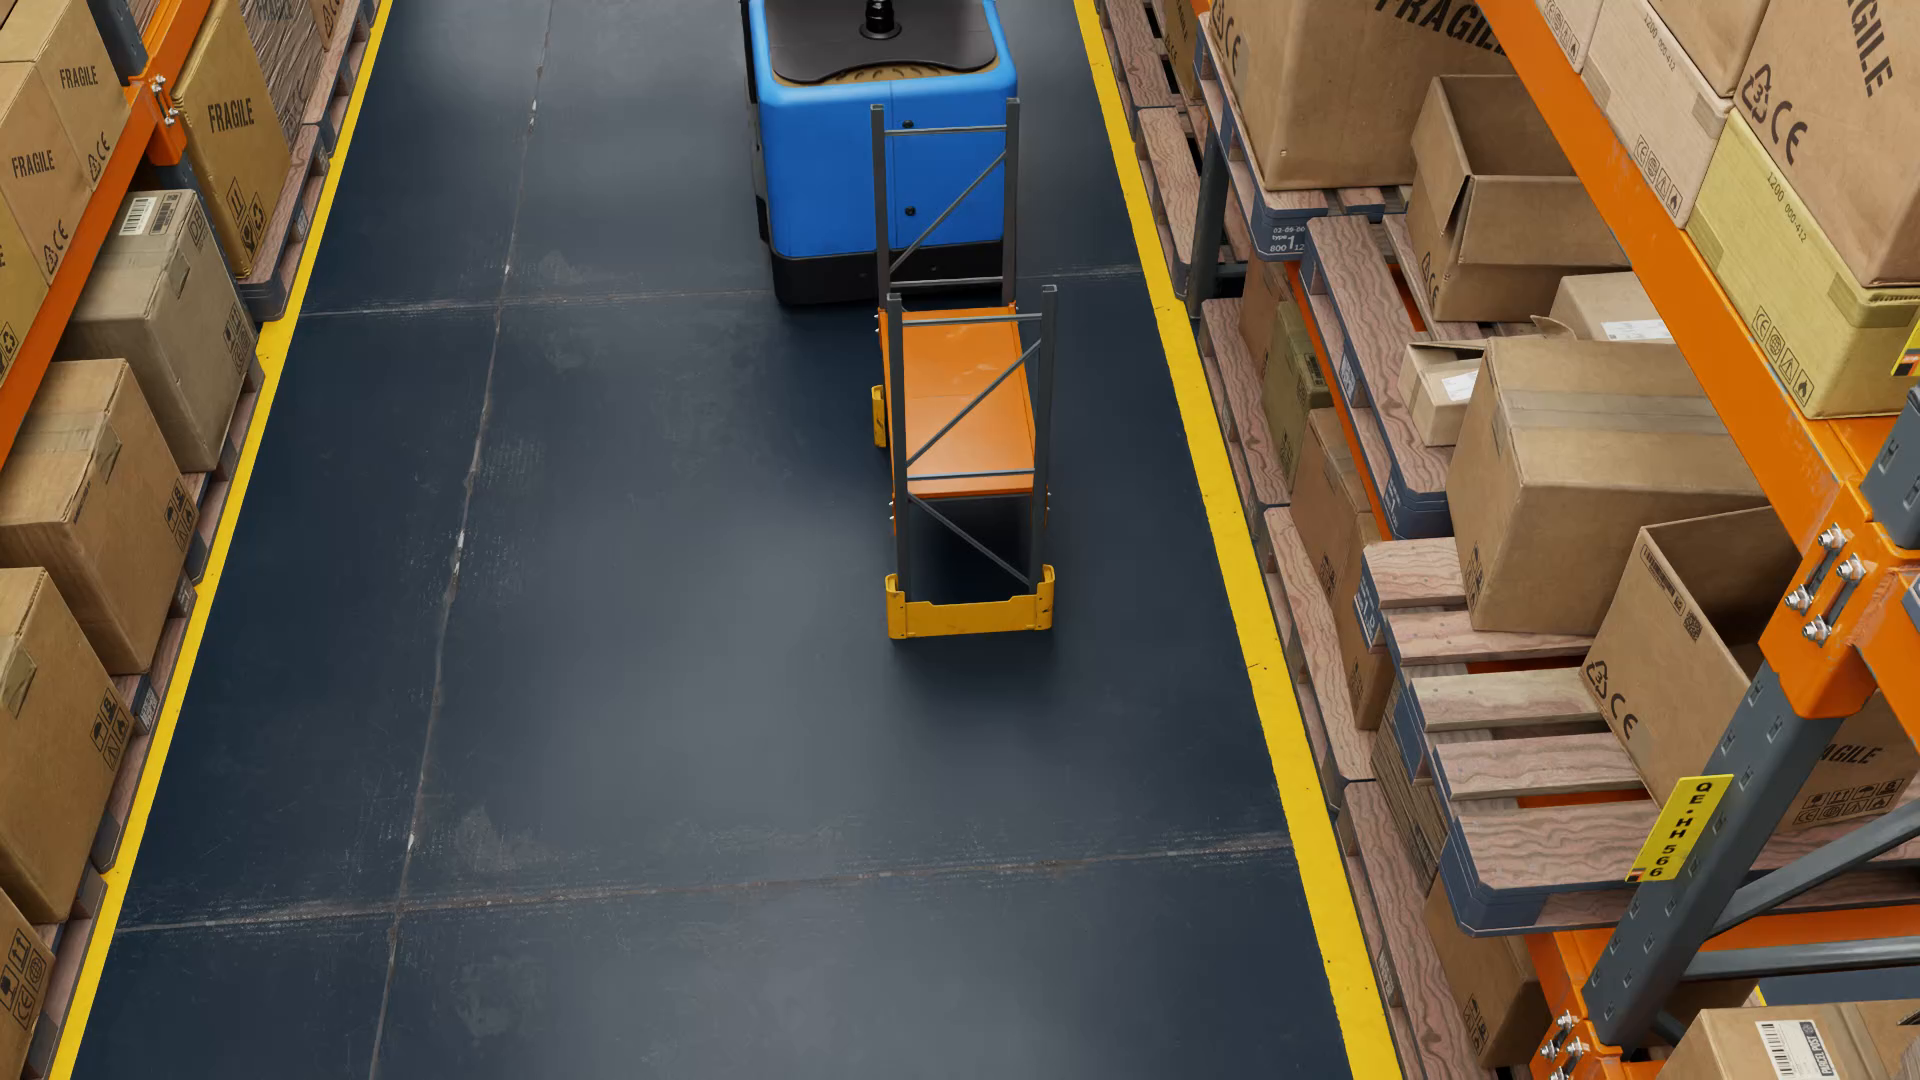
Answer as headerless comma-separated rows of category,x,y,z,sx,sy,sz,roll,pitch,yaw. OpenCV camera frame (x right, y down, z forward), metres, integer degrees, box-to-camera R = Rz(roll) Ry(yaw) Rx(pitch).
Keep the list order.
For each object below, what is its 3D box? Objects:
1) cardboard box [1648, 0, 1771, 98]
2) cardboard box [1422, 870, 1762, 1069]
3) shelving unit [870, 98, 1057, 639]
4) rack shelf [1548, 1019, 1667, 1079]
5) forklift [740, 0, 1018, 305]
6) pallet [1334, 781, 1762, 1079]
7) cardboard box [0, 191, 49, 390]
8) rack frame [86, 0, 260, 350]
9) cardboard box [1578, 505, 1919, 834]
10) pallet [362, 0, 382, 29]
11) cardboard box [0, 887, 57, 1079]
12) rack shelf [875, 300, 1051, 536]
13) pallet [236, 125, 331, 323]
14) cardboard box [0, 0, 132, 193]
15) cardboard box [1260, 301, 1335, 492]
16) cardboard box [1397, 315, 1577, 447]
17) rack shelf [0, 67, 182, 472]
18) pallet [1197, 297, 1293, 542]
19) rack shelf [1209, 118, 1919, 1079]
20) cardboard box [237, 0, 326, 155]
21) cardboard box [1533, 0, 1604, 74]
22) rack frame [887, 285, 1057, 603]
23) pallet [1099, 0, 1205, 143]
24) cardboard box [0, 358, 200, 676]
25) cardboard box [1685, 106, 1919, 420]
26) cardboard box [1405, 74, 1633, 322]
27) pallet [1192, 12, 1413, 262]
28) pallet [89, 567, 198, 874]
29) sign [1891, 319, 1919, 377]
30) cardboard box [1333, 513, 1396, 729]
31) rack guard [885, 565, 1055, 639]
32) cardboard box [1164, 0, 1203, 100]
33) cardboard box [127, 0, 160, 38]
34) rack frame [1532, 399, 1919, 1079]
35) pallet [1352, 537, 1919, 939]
cardboard box,1.474,-1.091,2.738,0.500,0.500,0.500,-4,47,-3
cardboard box,1.741,1.071,4.588,0.700,0.500,0.500,-6,47,-5
shelving unit,-0.006,-0.571,5.758,0.587,1.500,1.083,-3,47,-3
rack shelf,1.984,2.541,2.273,1.077,0.370,4.000,-3,47,-3
forklift,-0.481,-3.094,7.162,1.130,2.935,3.031,-6,47,-6
pallet,1.753,1.240,4.930,1.003,0.211,1.213,-3,47,-3
cardboard box,-3.074,-0.761,4.836,0.500,0.500,0.500,-3,47,-3
rack frame,-3.469,-1.819,5.907,1.000,3.000,0.127,-3,47,-3
cardboard box,1.732,0.280,3.561,0.500,0.500,0.500,-9,47,-8
pallet,-3.659,-3.180,9.117,1.003,0.211,1.213,-3,47,-3
cardboard box,-3.096,1.258,4.253,1.050,0.750,0.750,-4,47,-4
rack shelf,-0.007,-0.454,5.895,0.538,0.185,1.000,-3,47,-3
pallet,-3.455,-1.415,7.445,1.003,0.211,1.213,-3,47,-3
cardboard box,-3.159,-1.492,5.528,0.500,0.500,0.500,-4,47,-4
cardboard box,1.533,-0.547,6.121,0.700,0.500,0.500,-4,47,-4
cardboard box,1.408,-0.441,4.406,0.396,0.266,0.258,-5,47,-4
rack shelf,-3.302,-0.125,4.797,1.077,0.370,4.000,-3,47,-3
pallet,1.548,-0.525,6.602,1.003,0.211,1.213,-3,47,-3
rack shelf,1.649,-0.353,5.014,1.077,0.370,4.000,-3,47,-3
cardboard box,-3.531,-2.344,7.578,0.875,0.875,0.875,-3,47,-3
cardboard box,1.438,-1.184,3.343,0.500,0.250,0.500,-2,47,-2
rack frame,0.035,-0.210,5.416,0.500,1.500,0.032,-3,47,-3
pallet,1.285,-2.457,8.431,1.003,0.211,1.213,-3,47,-3
cardboard box,-3.251,-0.048,5.490,1.050,0.750,0.750,-3,47,-3
cardboard box,1.532,-0.462,2.659,0.500,0.250,0.500,-3,47,-3
cardboard box,1.719,-0.979,4.750,0.797,0.503,0.637,1,47,1
pallet,1.401,-1.420,5.661,1.003,0.211,1.213,-3,47,-3
pallet,-3.224,0.578,5.557,1.003,0.211,1.213,-3,47,-3
sign,1.276,-0.331,2.075,0.100,0.325,0.005,-3,47,-3
cardboard box,1.627,0.261,5.355,0.700,0.500,0.500,0,47,0
rack guard,0.035,0.219,5.870,0.587,0.250,0.087,-3,47,-3
cardboard box,1.302,-2.482,7.967,0.500,0.500,0.500,-7,47,-7
cardboard box,-3.512,-2.137,6.104,0.875,0.550,0.550,-3,47,-3
rack frame,1.817,0.847,3.382,1.000,3.000,0.127,-3,47,-3
pallet,1.651,0.404,3.934,1.213,0.211,1.003,-3,47,-3
